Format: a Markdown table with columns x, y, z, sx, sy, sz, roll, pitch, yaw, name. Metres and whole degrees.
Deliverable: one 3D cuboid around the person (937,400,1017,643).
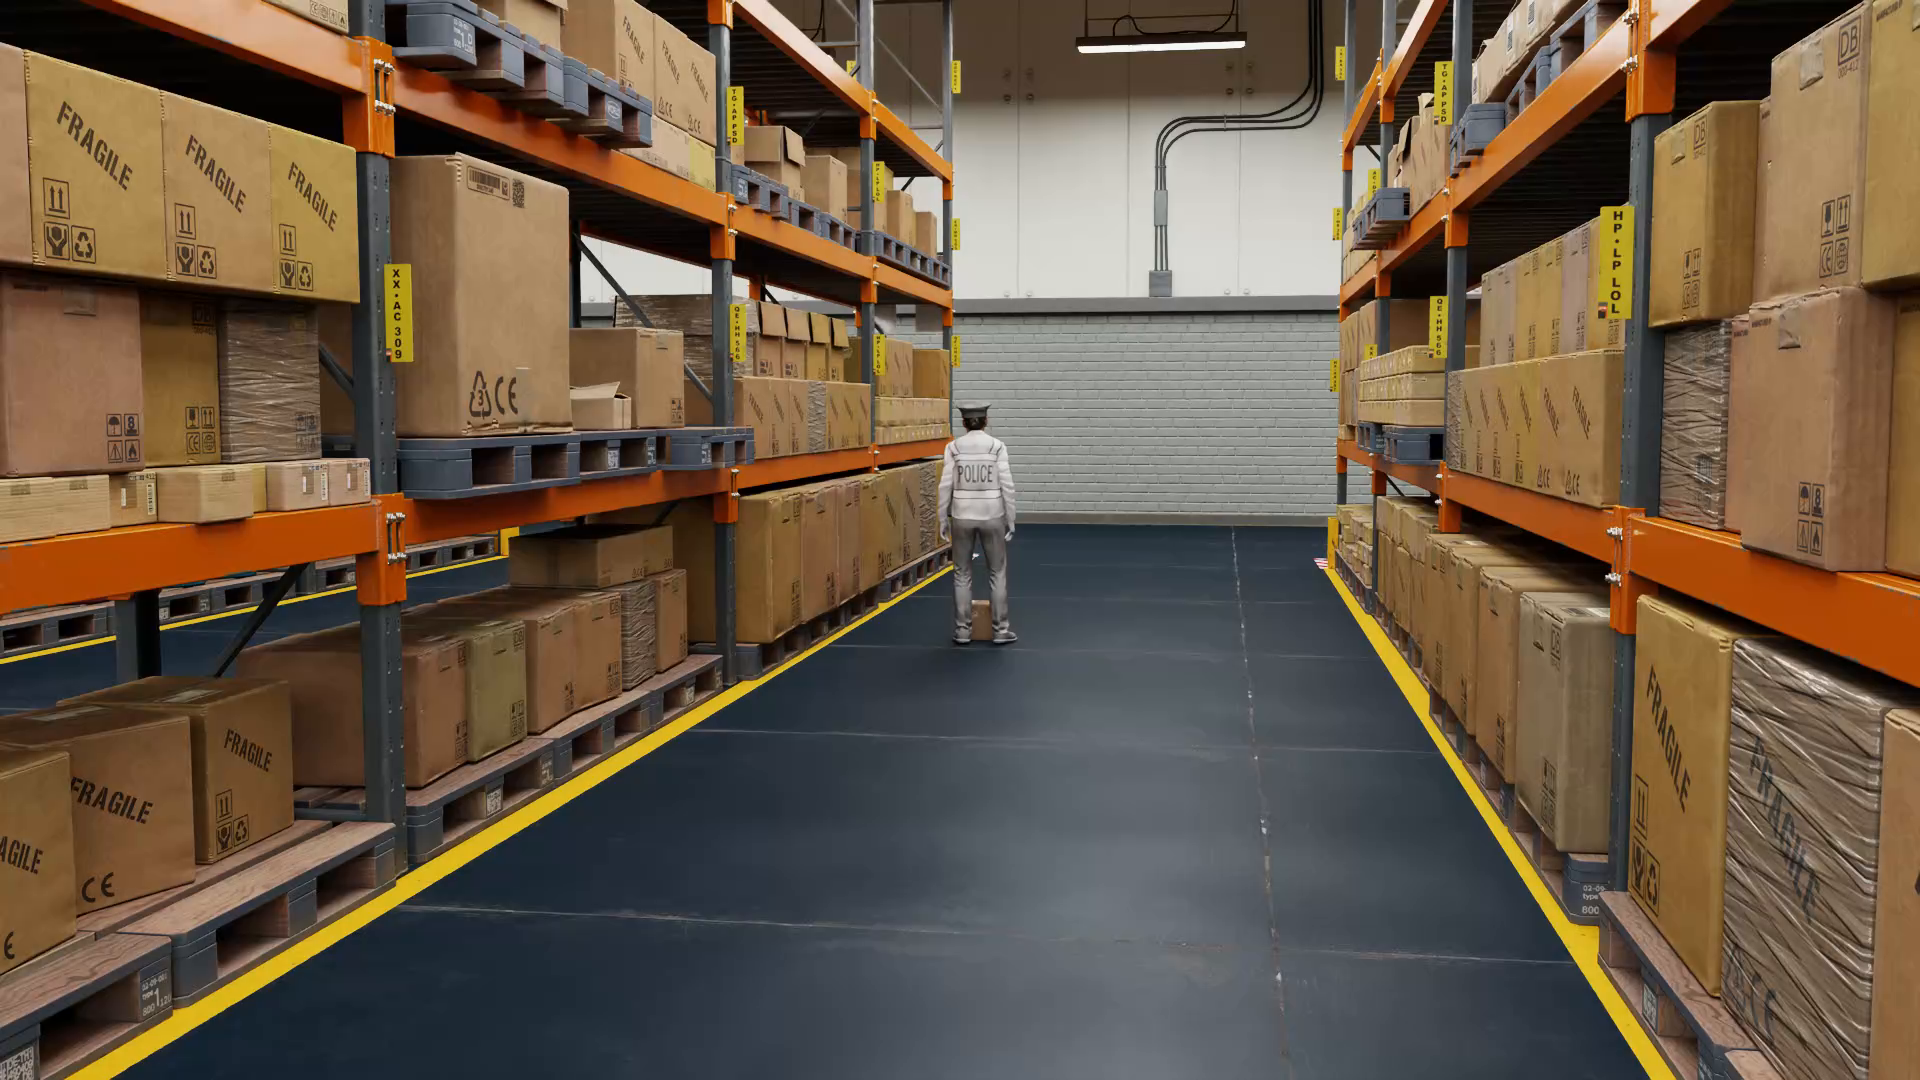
| x | y | z | sx | sy | sz | roll | pitch | yaw | name |
| --- | --- | --- | --- | --- | --- | --- | --- | --- | --- |
| 0.117 | -0.123 | 11.396 | 0.547 | 1.666 | 0.371 | 0 | 5 | 4 | person |
